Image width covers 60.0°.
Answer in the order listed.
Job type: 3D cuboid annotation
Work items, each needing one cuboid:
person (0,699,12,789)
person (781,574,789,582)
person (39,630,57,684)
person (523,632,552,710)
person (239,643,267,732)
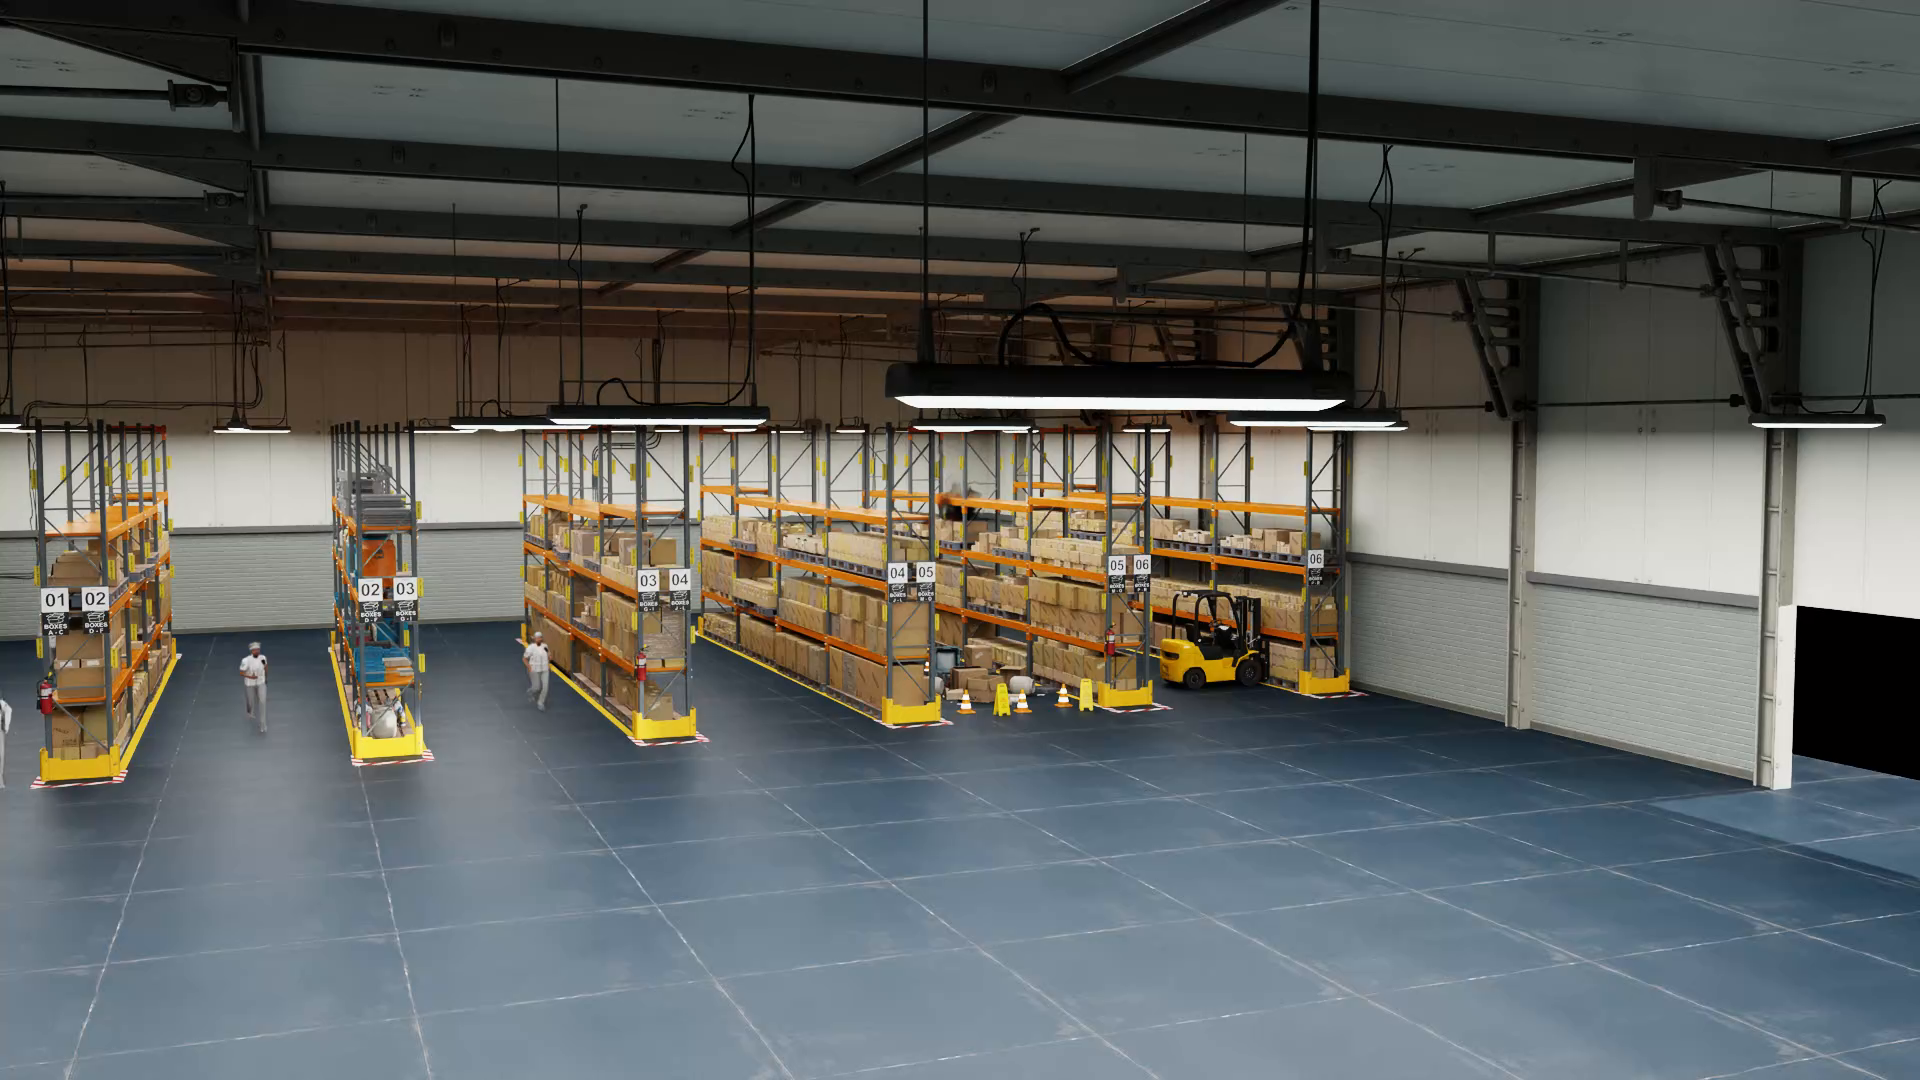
[{"bbox_3d":[-15.871,3.191,27.232,0.629,1.716,0.823,-2,4,-33],"label":"person"},{"bbox_3d":[-4.926,1.901,47.554,0.658,1.801,0.993,-2,4,-33],"label":"person"},{"bbox_3d":[-20.926,2.455,38.460,0.646,1.727,0.580,-2,4,-33],"label":"person"},{"bbox_3d":[-8.855,2.741,34.912,0.614,1.630,0.574,-2,4,-34],"label":"person"},{"bbox_3d":[-13.830,2.854,32.581,0.543,1.713,1.078,-2,4,-29],"label":"person"}]
